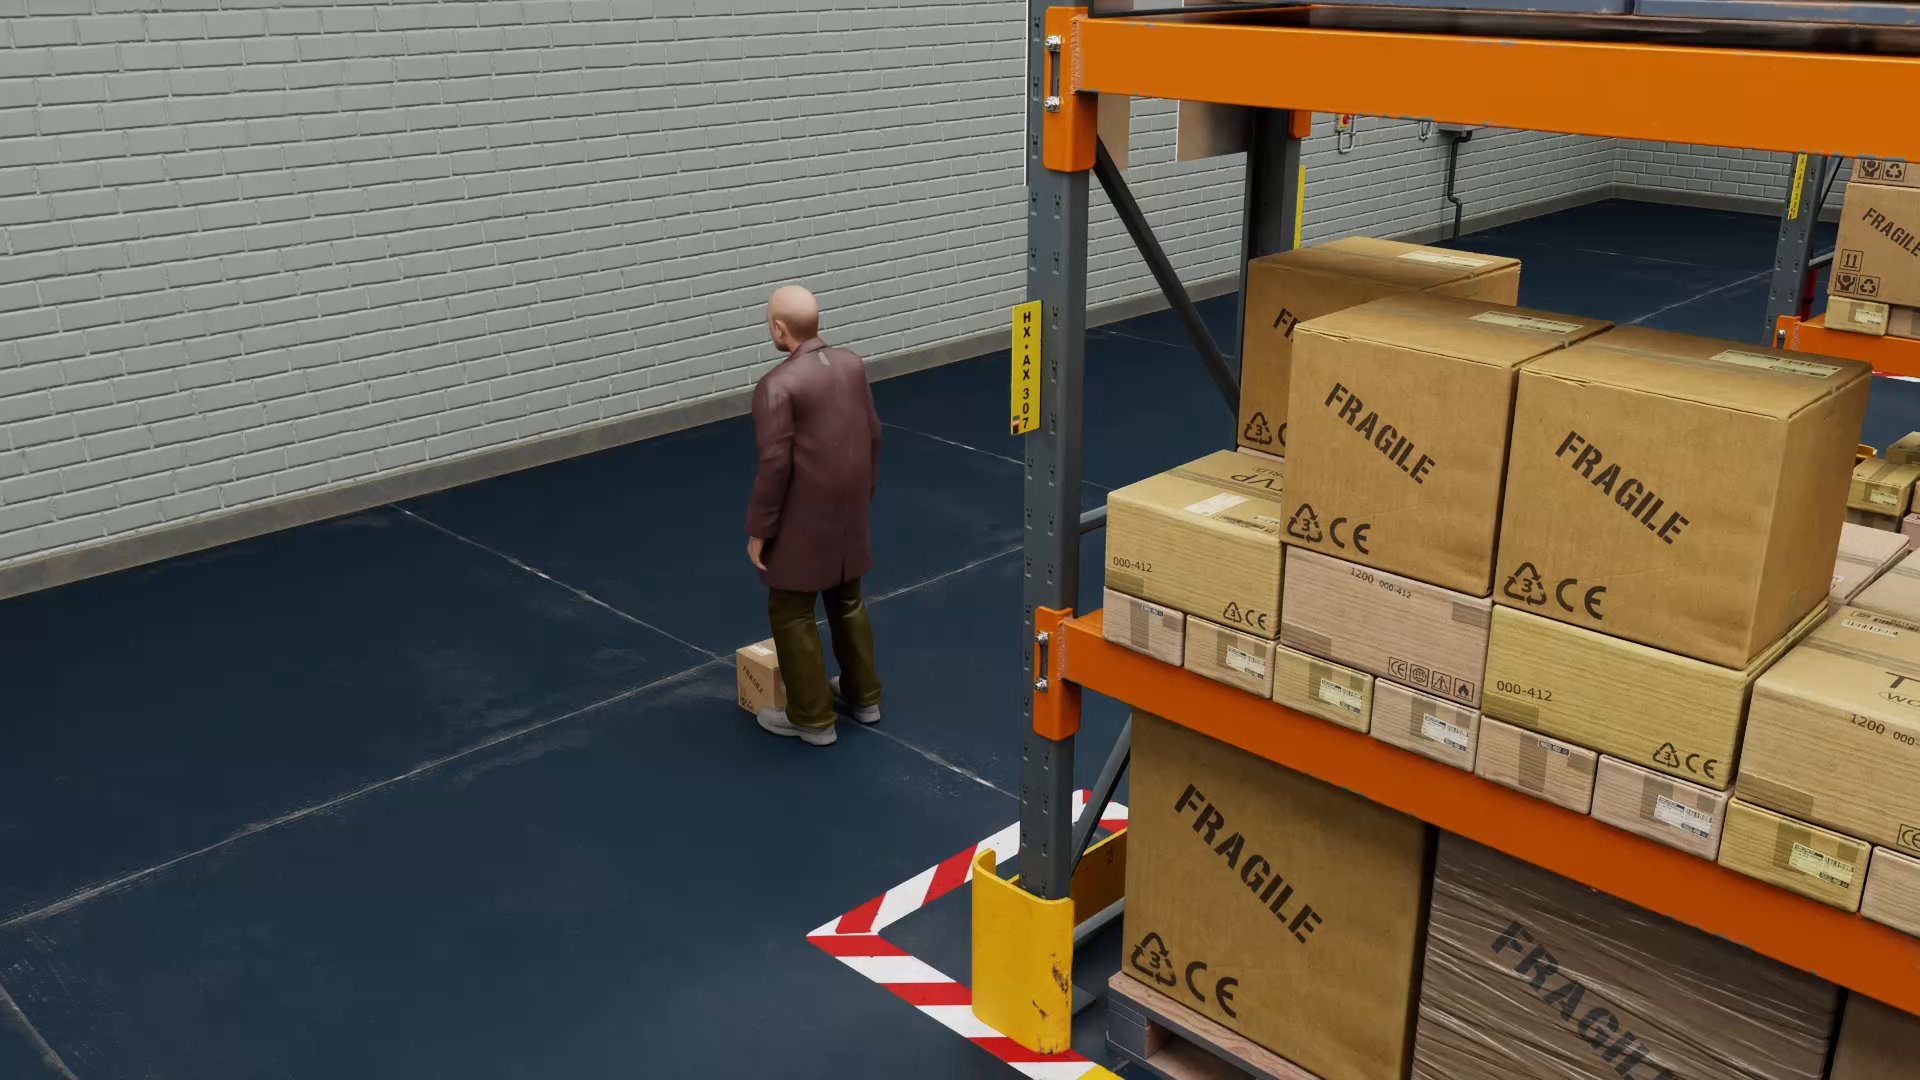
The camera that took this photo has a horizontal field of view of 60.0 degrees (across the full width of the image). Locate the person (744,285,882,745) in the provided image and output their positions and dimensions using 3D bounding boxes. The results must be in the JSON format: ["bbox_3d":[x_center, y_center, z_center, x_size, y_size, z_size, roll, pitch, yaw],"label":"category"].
[{"bbox_3d":[-0.561,-0.088,6.337,0.423,1.773,0.653,17,26,38],"label":"person"}]
